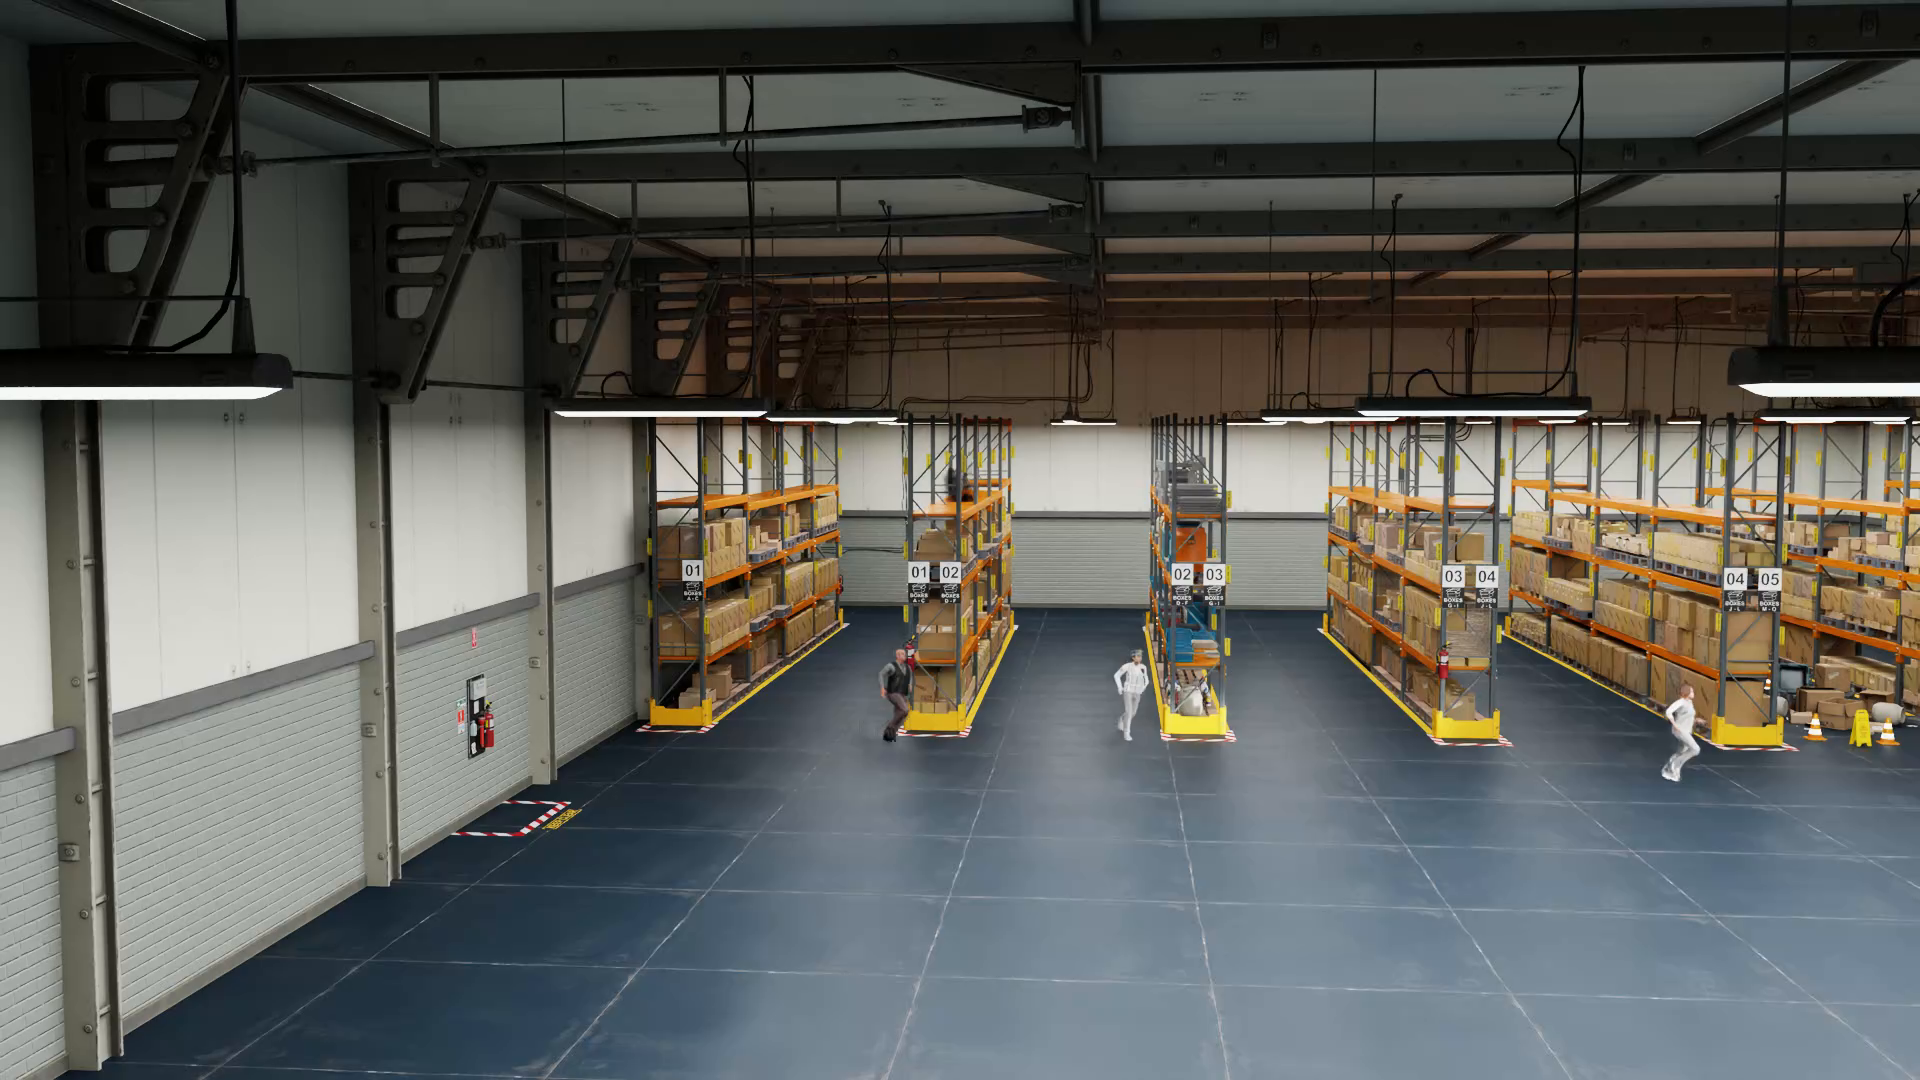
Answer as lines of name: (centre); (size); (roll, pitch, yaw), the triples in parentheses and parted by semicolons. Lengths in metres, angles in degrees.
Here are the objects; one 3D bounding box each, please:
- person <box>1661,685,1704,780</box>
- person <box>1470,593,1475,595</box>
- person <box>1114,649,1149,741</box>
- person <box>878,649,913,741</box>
person: (11.718, 3.122, 26.934); (0.619, 1.556, 0.533); (3, 5, 36)
person: (14.080, 1.766, 46.692); (0.717, 1.714, 0.817); (-3, 5, -35)
person: (3.180, 2.838, 30.819); (0.639, 1.658, 0.776); (-1, 4, -17)
person: (-1.088, 2.834, 30.428); (0.625, 1.653, 0.657); (4, 5, 44)
